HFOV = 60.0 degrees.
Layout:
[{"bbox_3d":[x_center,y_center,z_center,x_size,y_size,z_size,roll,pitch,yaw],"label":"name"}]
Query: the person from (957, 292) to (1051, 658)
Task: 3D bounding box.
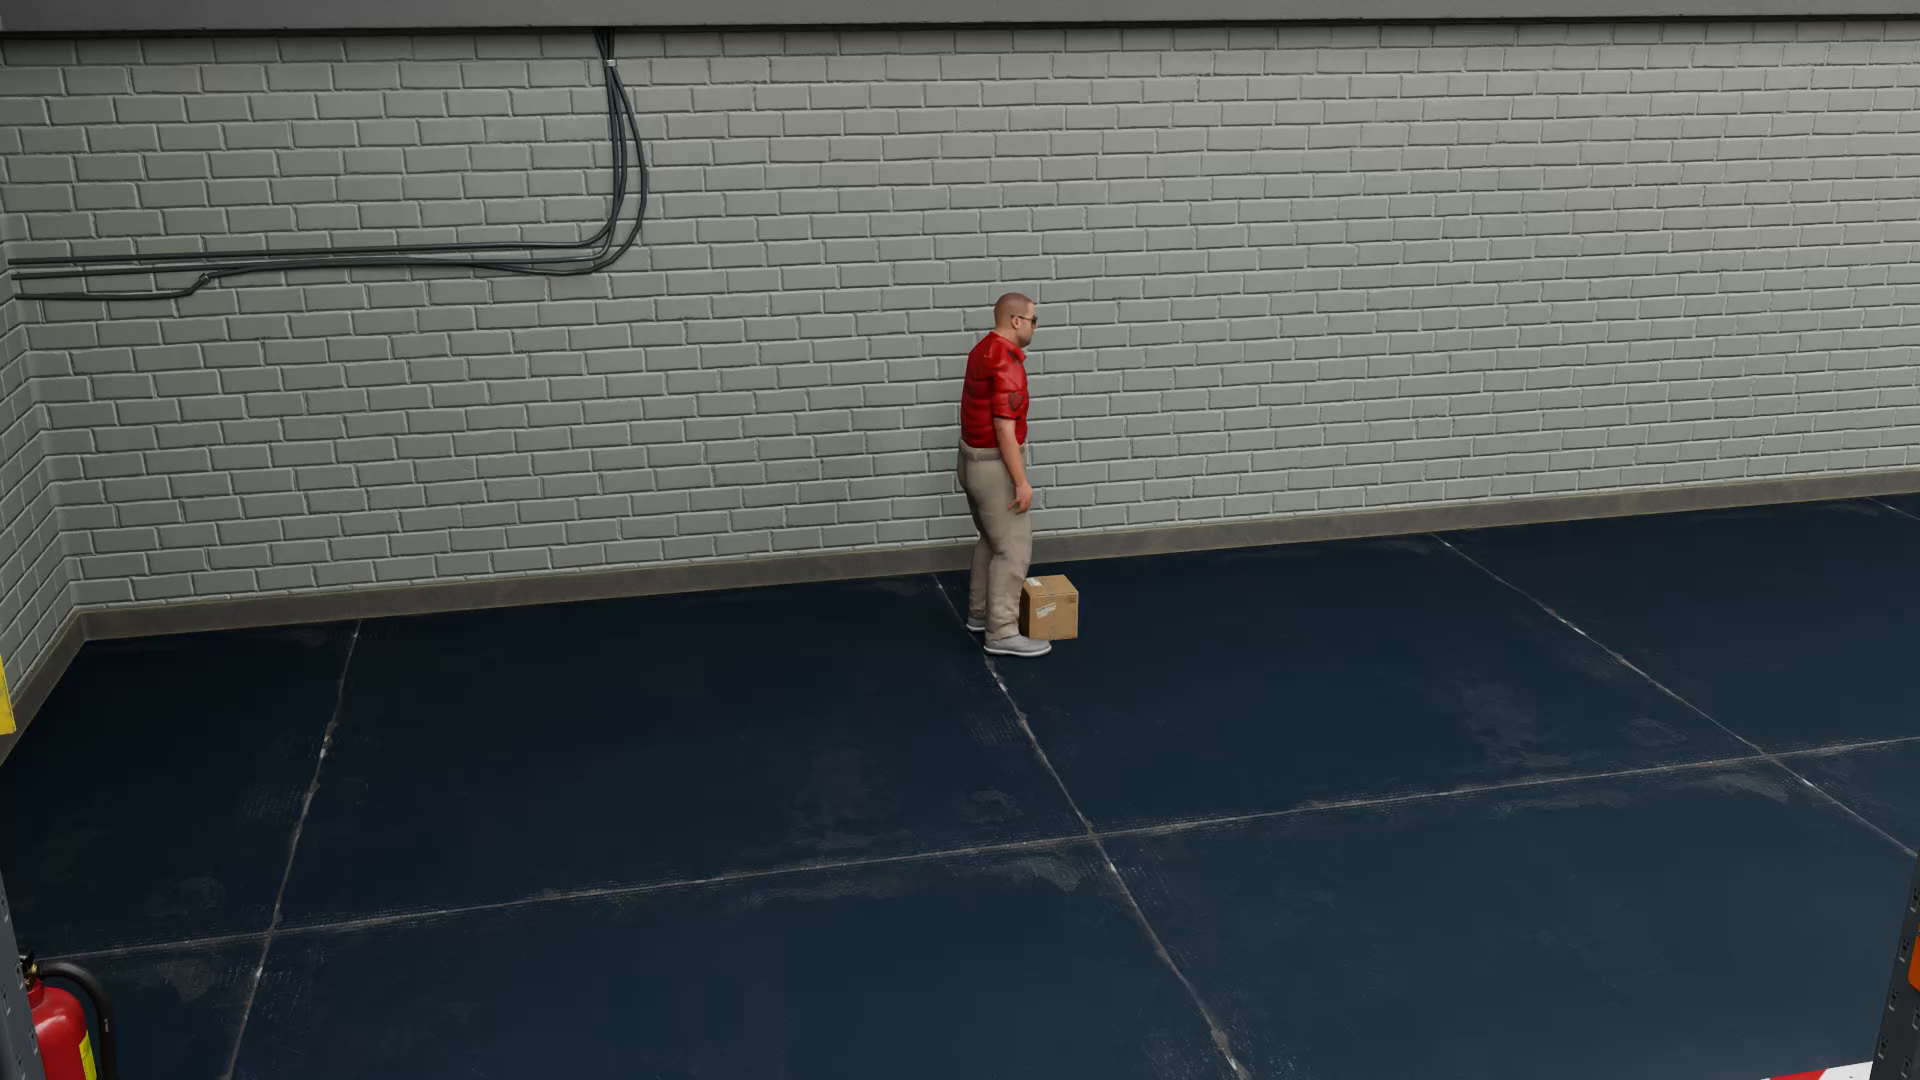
[{"bbox_3d":[0.197,-0.328,8.018,0.389,1.726,0.593,-5,20,-13],"label":"person"}]
